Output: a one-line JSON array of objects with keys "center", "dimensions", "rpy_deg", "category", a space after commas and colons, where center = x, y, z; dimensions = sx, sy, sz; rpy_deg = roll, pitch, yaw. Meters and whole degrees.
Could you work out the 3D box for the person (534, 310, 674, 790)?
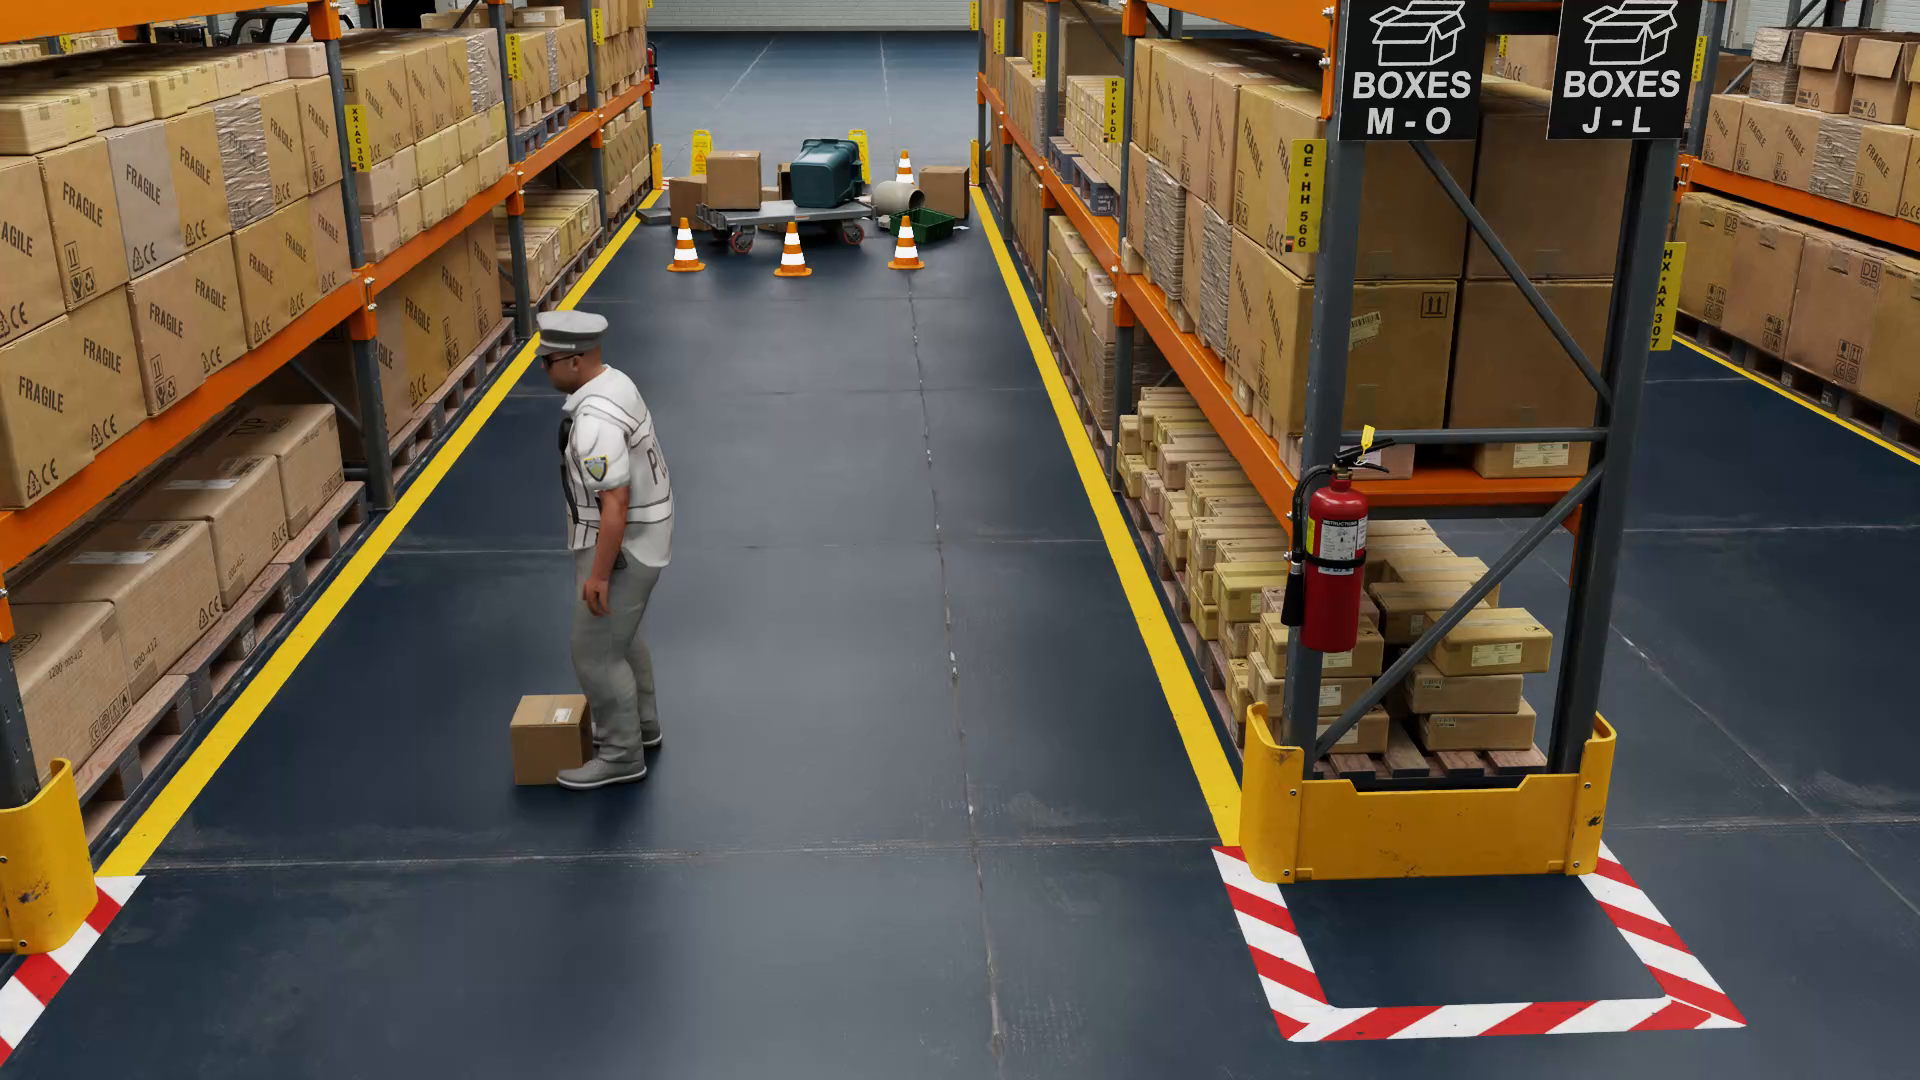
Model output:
[{"center": [-1.265, 0.035, 5.971], "dimensions": [0.480, 1.747, 0.597], "rpy_deg": [-2, 20, -6], "category": "person"}]
